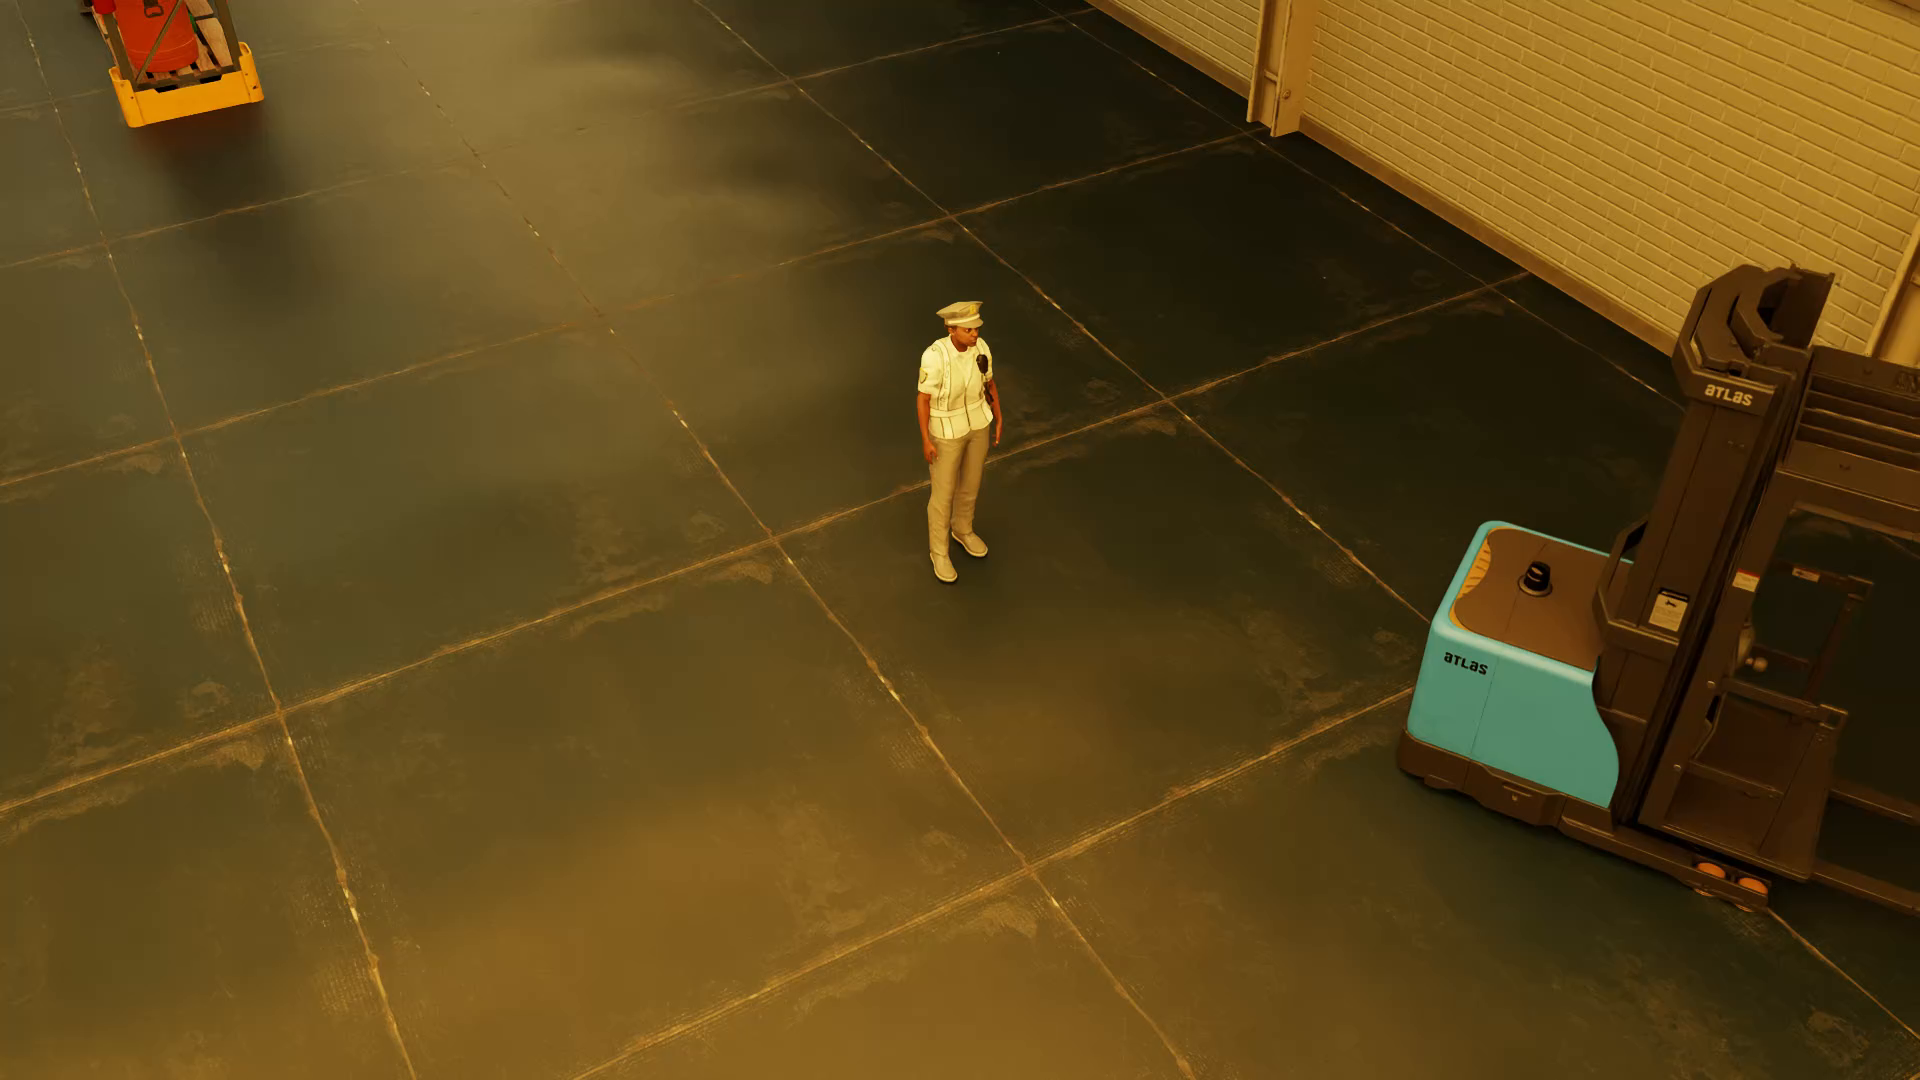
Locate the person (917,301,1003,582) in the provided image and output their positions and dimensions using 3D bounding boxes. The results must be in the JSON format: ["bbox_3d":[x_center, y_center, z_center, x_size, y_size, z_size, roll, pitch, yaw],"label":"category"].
[{"bbox_3d":[0.020,-0.610,9.728,0.569,1.695,0.528,-20,44,-23],"label":"person"}]

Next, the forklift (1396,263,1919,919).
[{"bbox_3d":[3.853,0.299,7.676,3.031,2.935,1.130,20,44,22],"label":"forklift"}]
